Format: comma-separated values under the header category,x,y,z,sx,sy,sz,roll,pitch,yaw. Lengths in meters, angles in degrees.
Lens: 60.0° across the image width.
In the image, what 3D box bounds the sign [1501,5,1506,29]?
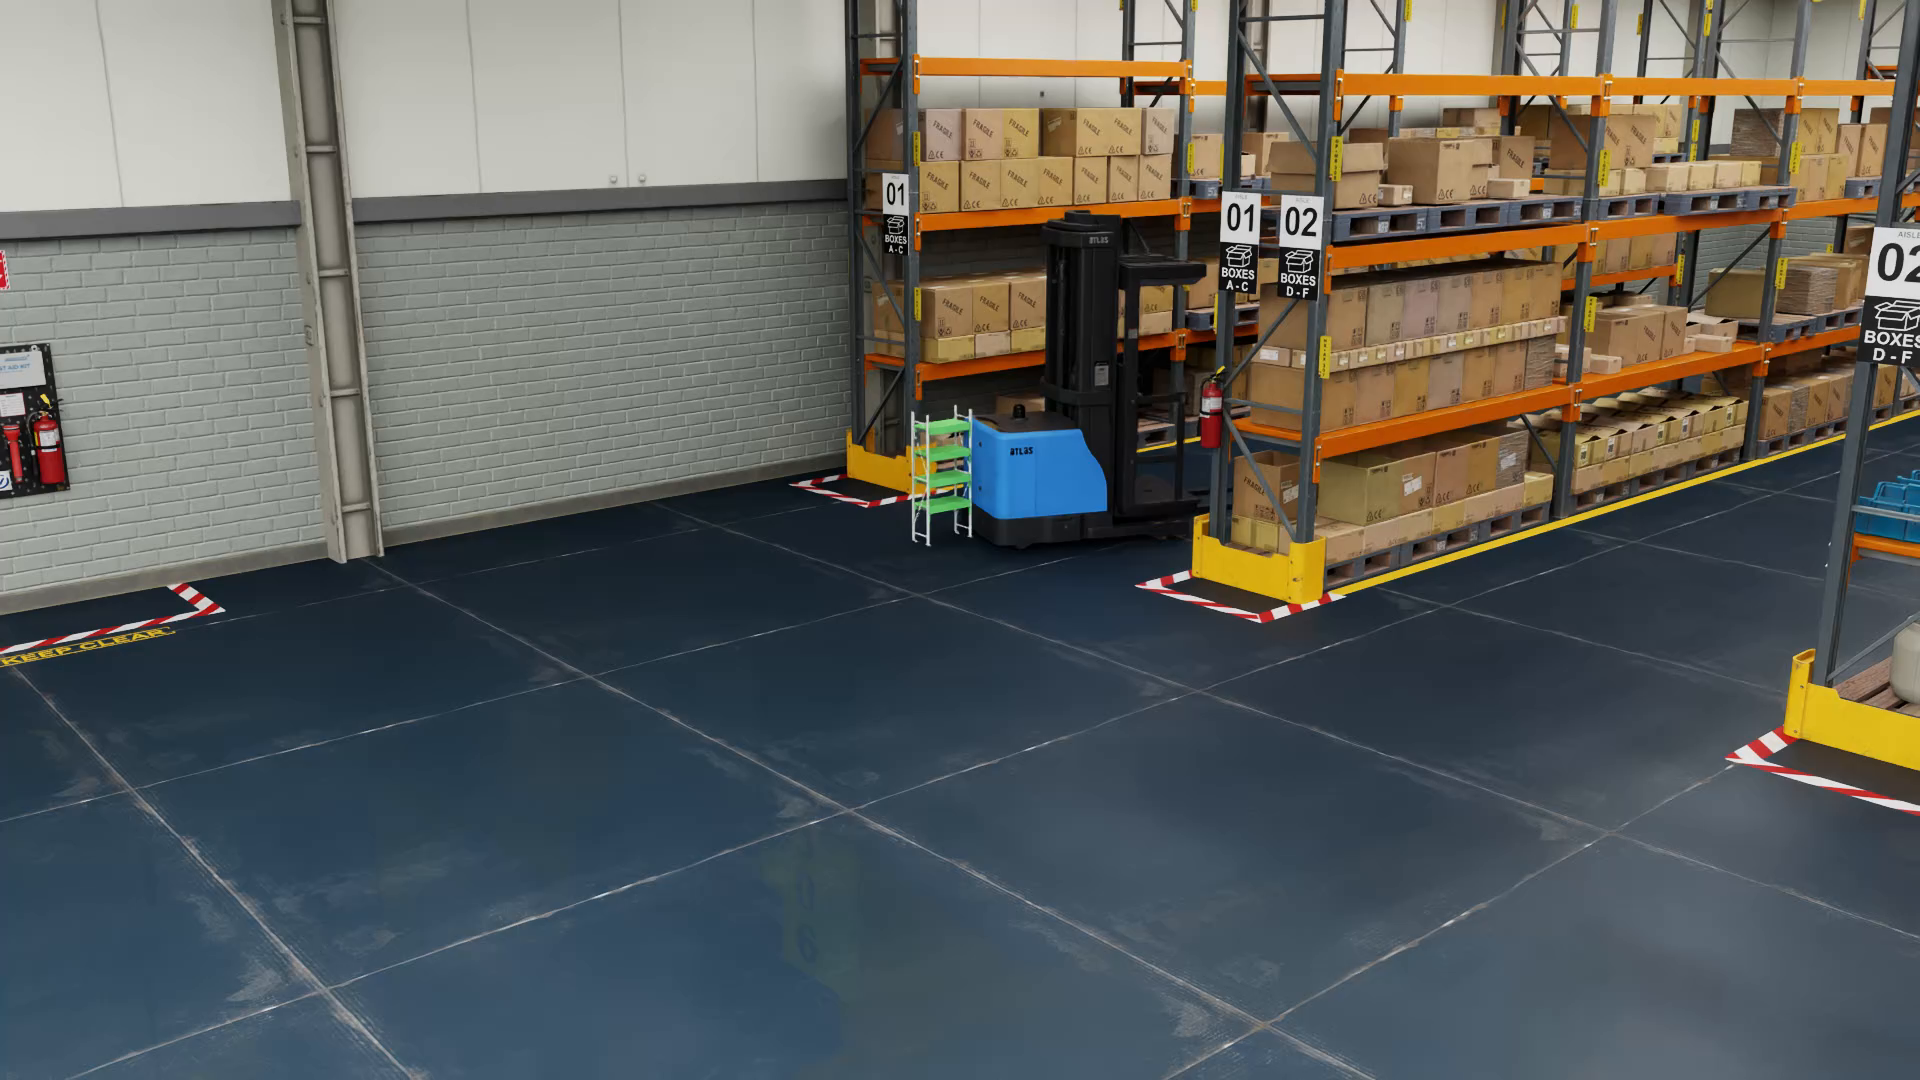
category,x,y,z,sx,sy,sz,roll,pitch,yaw
sign,7.928,-7.608,24.177,0.005,0.325,0.100,-13,19,-39

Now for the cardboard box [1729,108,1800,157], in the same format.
category,x,y,z,sx,sy,sz,roll,pitch,yaw
cardboard box,8.844,-4.481,18.270,0.500,0.500,0.500,-13,19,-39

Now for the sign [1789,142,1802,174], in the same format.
category,x,y,z,sx,sy,sz,roll,pitch,yaw
sign,8.869,-4.056,17.654,0.005,0.325,0.100,-13,19,-39

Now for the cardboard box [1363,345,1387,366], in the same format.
category,x,y,z,sx,sy,sz,roll,pitch,yaw
cardboard box,3.299,-1.546,13.776,0.250,0.149,0.380,-13,19,-39

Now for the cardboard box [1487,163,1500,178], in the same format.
category,x,y,z,sx,sy,sz,roll,pitch,yaw
cardboard box,4.533,-3.302,15.073,0.500,0.311,0.500,-14,20,-42

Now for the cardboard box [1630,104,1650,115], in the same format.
category,x,y,z,sx,sy,sz,roll,pitch,yaw
cardboard box,10.145,-6.387,25.368,0.500,0.500,0.500,-14,20,-42

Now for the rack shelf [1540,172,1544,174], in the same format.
category,x,y,z,sx,sy,sz,roll,pitch,yaw
rack shelf,9.782,-5.510,25.646,4.000,0.370,1.077,-13,19,-39

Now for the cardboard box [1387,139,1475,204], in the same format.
category,x,y,z,sx,sy,sz,roll,pitch,yaw
cardboard box,3.908,-3.069,13.835,0.500,0.500,0.500,-13,19,-39

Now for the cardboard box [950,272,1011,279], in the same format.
category,x,y,z,sx,sy,sz,roll,pitch,yaw
cardboard box,0.210,-2.629,18.079,0.500,0.500,0.500,-13,20,-41

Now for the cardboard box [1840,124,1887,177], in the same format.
category,x,y,z,sx,sy,sz,roll,pitch,yaw
cardboard box,10.611,-4.666,19.891,0.600,0.600,0.600,-13,20,-40

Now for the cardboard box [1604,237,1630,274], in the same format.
category,x,y,z,sx,sy,sz,roll,pitch,yaw
cardboard box,9.790,-4.551,25.893,0.700,0.700,0.980,-14,20,-42

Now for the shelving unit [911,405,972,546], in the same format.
category,x,y,z,sx,sy,sz,roll,pitch,yaw
shelving unit,-0.164,-0.586,15.119,0.503,1.200,0.258,-11,19,-37

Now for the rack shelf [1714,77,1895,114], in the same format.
category,x,y,z,sx,sy,sz,roll,pitch,yaw
rack shelf,10.019,-5.124,19.166,4.000,0.370,1.077,-13,19,-39

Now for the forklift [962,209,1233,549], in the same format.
category,x,y,z,sx,sy,sz,roll,pitch,yaw
forklift,1.593,-1.541,15.338,3.031,2.935,1.130,-5,16,-18

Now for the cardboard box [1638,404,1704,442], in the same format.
category,x,y,z,sx,sy,sz,roll,pitch,yaw
cardboard box,7.507,-1.262,17.591,0.500,0.311,0.500,-13,20,-40

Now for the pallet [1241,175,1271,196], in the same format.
category,x,y,z,sx,sy,sz,roll,pitch,yaw
pallet,3.555,-4.333,20.210,1.003,0.211,1.213,-13,19,-39

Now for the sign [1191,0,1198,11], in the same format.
category,x,y,z,sx,sy,sz,roll,pitch,yaw
sign,2.581,-5.993,18.286,0.005,0.325,0.100,-13,19,-39

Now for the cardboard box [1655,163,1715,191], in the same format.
category,x,y,z,sx,sy,sz,roll,pitch,yaw
cardboard box,7.383,-3.733,17.076,0.500,0.250,0.500,-13,20,-40

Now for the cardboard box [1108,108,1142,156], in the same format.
category,x,y,z,sx,sy,sz,roll,pitch,yaw
cardboard box,1.630,-4.471,18.194,0.500,0.500,0.500,-11,19,-36

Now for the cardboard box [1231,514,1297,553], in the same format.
category,x,y,z,sx,sy,sz,roll,pitch,yaw
cardboard box,2.686,-0.096,14.310,0.500,0.250,0.500,-13,19,-39

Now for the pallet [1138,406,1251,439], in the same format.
category,x,y,z,sx,sy,sz,roll,pitch,yaw
pallet,2.825,-1.499,20.453,1.213,0.211,1.003,-13,19,-39

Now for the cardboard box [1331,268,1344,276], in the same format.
category,x,y,z,sx,sy,sz,roll,pitch,yaw
cardboard box,4.504,-3.471,21.386,0.700,0.500,0.500,14,20,42

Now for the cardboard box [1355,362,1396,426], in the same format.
category,x,y,z,sx,sy,sz,roll,pitch,yaw
cardboard box,3.229,-1.288,14.064,0.500,0.500,0.700,-12,19,-38

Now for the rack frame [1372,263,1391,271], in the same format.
category,x,y,z,sx,sy,sz,roll,pitch,yaw
rack frame,5.256,-3.392,22.135,0.127,3.000,1.000,-13,19,-39

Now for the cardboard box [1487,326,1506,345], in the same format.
category,x,y,z,sx,sy,sz,roll,pitch,yaw
cardboard box,4.660,-1.852,14.921,0.250,0.149,0.380,-13,20,-40

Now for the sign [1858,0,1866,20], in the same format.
category,x,y,z,sx,sy,sz,roll,pitch,yaw
sign,11.186,-6.602,20.566,0.005,0.325,0.100,-13,19,-39

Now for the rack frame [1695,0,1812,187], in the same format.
category,x,y,z,sx,sy,sz,roll,pitch,yaw
rack frame,8.511,-5.326,17.753,0.127,3.000,1.000,-13,19,-39

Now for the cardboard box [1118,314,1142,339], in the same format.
category,x,y,z,sx,sy,sz,roll,pitch,yaw
cardboard box,1.699,-2.429,18.784,0.500,0.250,0.500,-13,19,-39

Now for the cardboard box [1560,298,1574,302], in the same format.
category,x,y,z,sx,sy,sz,roll,pitch,yaw
cardboard box,9.451,-3.676,25.972,0.250,0.149,0.380,-12,19,-39

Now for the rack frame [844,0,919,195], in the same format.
category,x,y,z,sx,sy,sz,roll,pitch,yaw
rack frame,-0.779,-4.935,16.288,0.127,3.000,1.000,-13,19,-39

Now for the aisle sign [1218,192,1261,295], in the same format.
category,x,y,z,sx,sy,sz,roll,pitch,yaw
aisle sign,2.233,-2.375,13.291,0.004,0.787,0.394,-13,19,-39

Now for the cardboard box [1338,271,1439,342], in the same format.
category,x,y,z,sx,sy,sz,roll,pitch,yaw
cardboard box,3.649,-2.009,14.251,0.500,0.500,0.700,-13,19,-39

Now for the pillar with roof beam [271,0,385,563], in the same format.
category,x,y,z,sx,sy,sz,roll,pitch,yaw
pillar with roof beam,-2.519,-3.367,10.419,0.400,9.000,9.100,-13,19,-39

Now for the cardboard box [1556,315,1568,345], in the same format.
category,x,y,z,sx,sy,sz,roll,pitch,yaw
cardboard box,8.905,-3.171,25.340,0.500,0.500,0.700,-12,19,-39

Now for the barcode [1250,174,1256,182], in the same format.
category,x,y,z,sx,sy,sz,roll,pitch,yaw
barcode,2.387,-2.947,13.535,0.075,0.075,0.001,-13,19,-39

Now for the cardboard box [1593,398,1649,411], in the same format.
category,x,y,z,sx,sy,sz,roll,pitch,yaw
cardboard box,7.146,-1.365,17.976,0.500,0.311,0.500,-13,20,-41

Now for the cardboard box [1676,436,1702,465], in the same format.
category,x,y,z,sx,sy,sz,roll,pitch,yaw
cardboard box,7.506,-0.993,17.670,0.500,0.250,0.500,-12,19,-38

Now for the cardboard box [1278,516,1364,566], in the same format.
category,x,y,z,sx,sy,sz,roll,pitch,yaw
cardboard box,3.026,0.005,13.932,0.500,0.250,0.500,-13,19,-39

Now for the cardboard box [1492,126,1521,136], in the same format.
category,x,y,z,sx,sy,sz,roll,pitch,yaw
cardboard box,7.538,-5.652,23.737,0.500,0.500,0.700,-14,20,-42

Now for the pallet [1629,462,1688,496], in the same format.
category,x,y,z,sx,sy,sz,roll,pitch,yaw
pallet,6.944,-0.743,17.624,1.213,0.211,1.003,-13,19,-39

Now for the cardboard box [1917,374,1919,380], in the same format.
category,x,y,z,sx,sy,sz,roll,pitch,yaw
cardboard box,12.633,-2.127,22.037,0.250,0.166,0.380,-13,19,-39

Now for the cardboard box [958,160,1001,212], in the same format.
category,x,y,z,sx,sy,sz,roll,pitch,yaw
cardboard box,0.066,-3.636,17.004,0.500,0.500,0.500,-11,19,-36

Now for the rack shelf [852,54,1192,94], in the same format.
category,x,y,z,sx,sy,sz,roll,pitch,yaw
rack shelf,0.730,-4.925,17.649,4.000,0.370,1.077,-13,19,-39

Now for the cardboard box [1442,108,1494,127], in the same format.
category,x,y,z,sx,sy,sz,roll,pitch,yaw
cardboard box,7.117,-5.922,23.295,0.500,0.250,0.500,-13,20,-41

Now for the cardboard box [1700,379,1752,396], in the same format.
category,x,y,z,sx,sy,sz,roll,pitch,yaw
cardboard box,9.062,-1.637,19.557,0.500,0.500,0.500,-12,19,-37

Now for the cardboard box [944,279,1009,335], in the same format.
category,x,y,z,sx,sy,sz,roll,pitch,yaw
cardboard box,0.158,-2.440,17.372,0.500,0.500,0.500,-13,19,-39

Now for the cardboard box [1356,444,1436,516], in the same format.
category,x,y,z,sx,sy,sz,roll,pitch,yaw
cardboard box,3.771,-0.529,14.480,0.500,0.500,0.500,-13,19,-39

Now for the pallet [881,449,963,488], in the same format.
category,x,y,z,sx,sy,sz,roll,pitch,yaw
pallet,-0.086,-0.833,17.959,1.213,0.211,1.003,-13,19,-39

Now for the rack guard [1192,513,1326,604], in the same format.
category,x,y,z,sx,sy,sz,roll,pitch,yaw
rack guard,2.457,0.139,13.761,0.348,0.500,1.175,-13,19,-39

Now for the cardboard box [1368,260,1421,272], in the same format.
category,x,y,z,sx,sy,sz,roll,pitch,yaw
cardboard box,5.790,-3.626,22.203,0.500,0.500,0.500,-12,19,-38

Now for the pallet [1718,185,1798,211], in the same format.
category,x,y,z,sx,sy,sz,roll,pitch,yaw
pallet,8.057,-3.654,17.669,1.003,0.211,1.213,-12,19,-37

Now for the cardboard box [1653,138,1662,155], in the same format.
category,x,y,z,sx,sy,sz,roll,pitch,yaw
cardboard box,10.521,-6.111,25.785,0.500,0.250,0.500,-14,20,-41

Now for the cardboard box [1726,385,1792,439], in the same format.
category,x,y,z,sx,sy,sz,roll,pitch,yaw
cardboard box,9.042,-1.454,18.874,0.500,0.500,0.500,-12,19,-37

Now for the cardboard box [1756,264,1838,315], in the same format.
category,x,y,z,sx,sy,sz,roll,pitch,yaw
cardboard box,9.727,-2.926,19.383,0.500,0.500,0.700,-9,17,-29

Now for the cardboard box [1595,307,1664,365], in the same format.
category,x,y,z,sx,sy,sz,roll,pitch,yaw
cardboard box,6.858,-2.100,17.105,0.500,0.500,0.500,-13,19,-39
